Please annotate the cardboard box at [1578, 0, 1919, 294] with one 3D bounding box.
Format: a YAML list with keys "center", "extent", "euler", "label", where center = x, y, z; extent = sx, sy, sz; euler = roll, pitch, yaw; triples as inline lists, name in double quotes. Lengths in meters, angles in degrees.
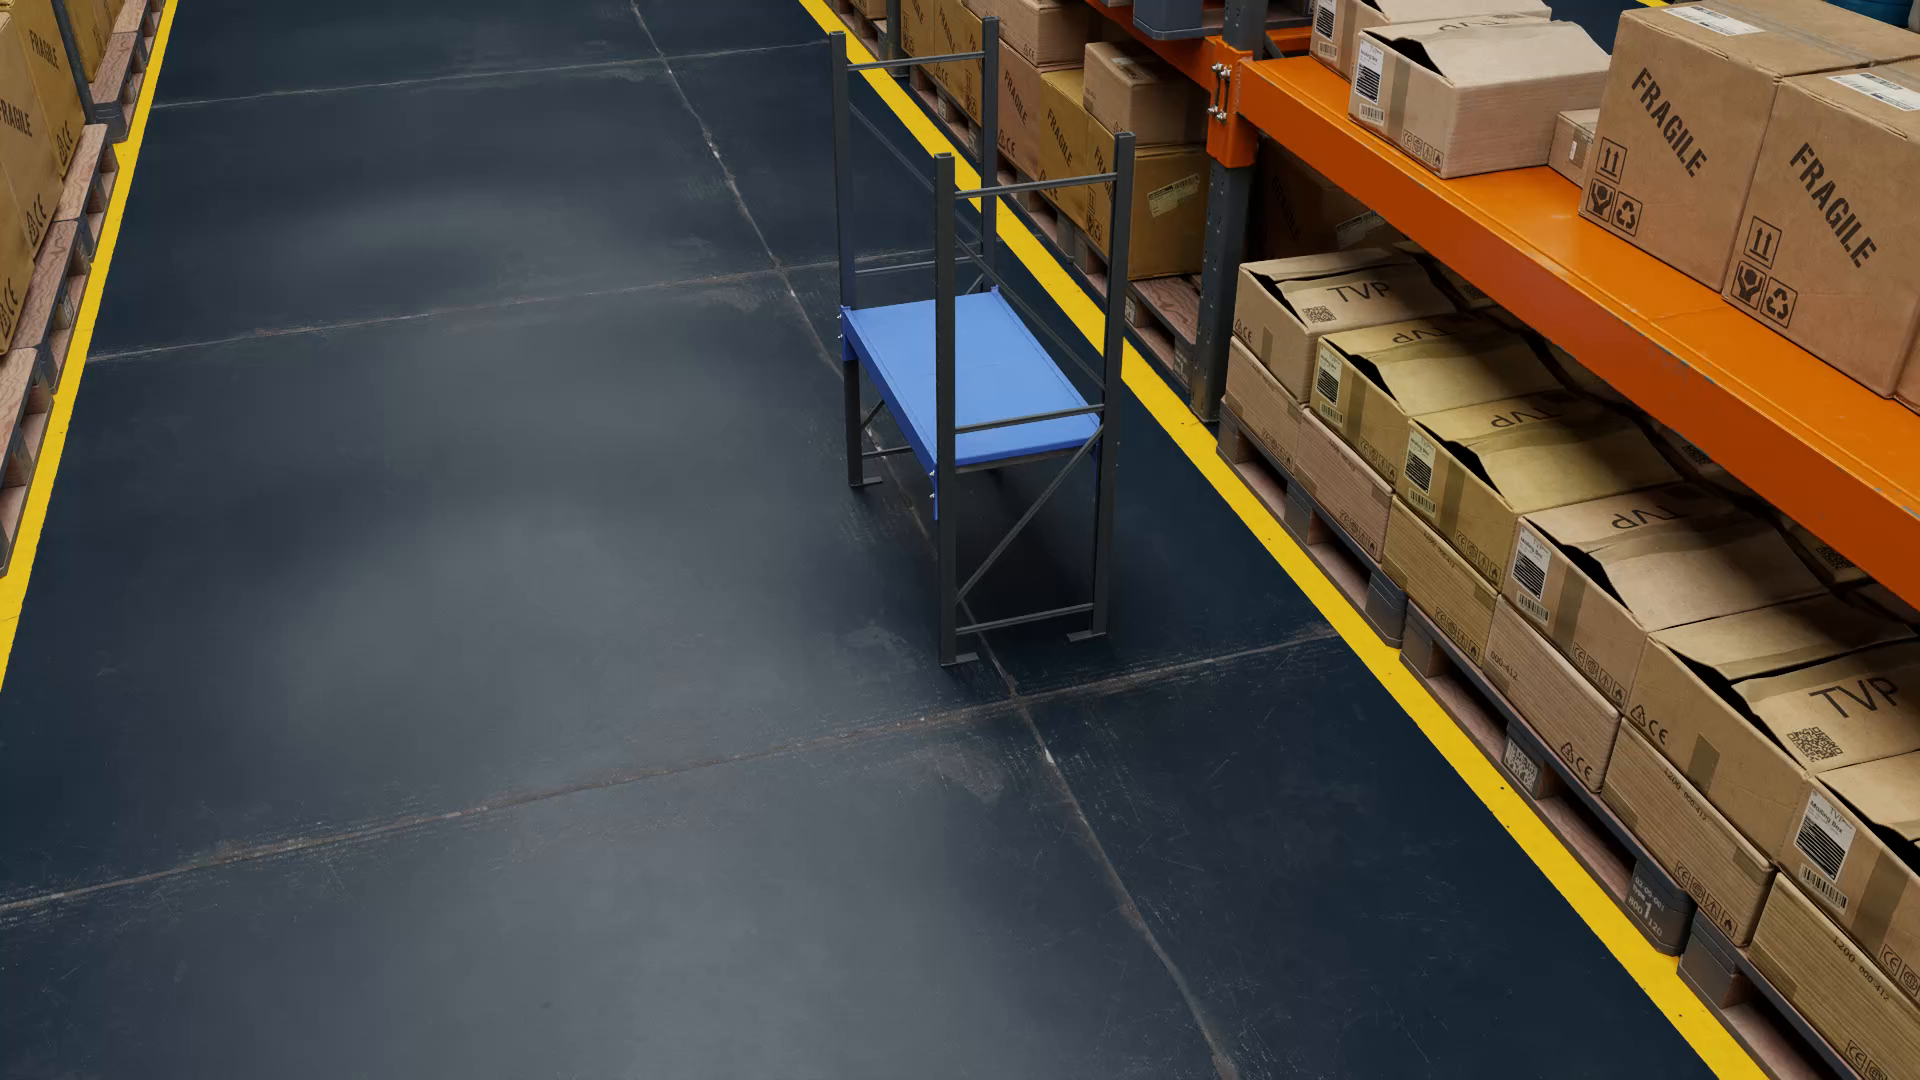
- center: [1.843, -0.934, 3.852]
  extent: [0.500, 0.500, 0.500]
  euler: [-12, 35, -17]
  label: "cardboard box"

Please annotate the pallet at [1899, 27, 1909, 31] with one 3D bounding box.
- center: [5.386, -2.485, 8.819]
  extent: [1.003, 0.211, 1.213]
  euler: [-10, 35, -15]
  label: "pallet"

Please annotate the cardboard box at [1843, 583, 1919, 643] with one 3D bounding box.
- center: [2.340, 0.273, 3.720]
  extent: [0.500, 0.311, 0.500]
  euler: [-11, 35, -16]
  label: "cardboard box"

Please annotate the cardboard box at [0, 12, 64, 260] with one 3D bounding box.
- center: [-4.025, -1.528, 6.411]
  extent: [0.750, 0.750, 0.750]
  euler: [-9, 35, -13]
  label: "cardboard box"

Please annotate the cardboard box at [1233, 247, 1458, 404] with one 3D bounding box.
- center: [1.196, -0.708, 5.205]
  extent: [0.500, 0.311, 0.500]
  euler: [-9, 34, -13]
  label: "cardboard box"

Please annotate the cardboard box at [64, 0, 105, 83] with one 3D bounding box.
- center: [-4.751, -2.578, 8.317]
  extent: [0.700, 0.500, 0.500]
  euler: [-10, 35, -14]
  label: "cardboard box"

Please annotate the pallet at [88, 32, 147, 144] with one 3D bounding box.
- center: [-4.778, -2.285, 8.516]
  extent: [1.003, 0.211, 1.213]
  euler: [-10, 35, -15]
  label: "pallet"

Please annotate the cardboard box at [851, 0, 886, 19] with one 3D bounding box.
- center: [-0.348, -3.263, 9.335]
  extent: [0.500, 0.500, 0.500]
  euler: [-10, 35, -15]
  label: "cardboard box"

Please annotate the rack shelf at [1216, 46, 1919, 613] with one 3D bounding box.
- center: [1.926, -0.420, 3.818]
  extent: [1.077, 0.370, 4.000]
  euler: [-10, 35, -15]
  label: "rack shelf"

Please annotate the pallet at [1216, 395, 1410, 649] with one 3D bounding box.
- center: [1.530, -0.168, 5.313]
  extent: [1.003, 0.211, 1.213]
  euler: [-10, 35, -15]
  label: "pallet"

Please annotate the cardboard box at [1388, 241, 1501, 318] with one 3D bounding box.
- center: [1.710, -0.799, 5.343]
  extent: [0.500, 0.311, 0.500]
  euler: [-9, 35, -13]
  label: "cardboard box"

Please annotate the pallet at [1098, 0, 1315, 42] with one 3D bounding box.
- center: [1.042, -2.035, 5.782]
  extent: [1.213, 0.211, 1.003]
  euler: [-10, 35, -15]
  label: "pallet"

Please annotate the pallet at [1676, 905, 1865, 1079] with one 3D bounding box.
- center: [2.274, 1.113, 3.375]
  extent: [1.003, 0.211, 1.213]
  euler: [-10, 35, -15]
  label: "pallet"

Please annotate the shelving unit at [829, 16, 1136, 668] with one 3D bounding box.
- center: [0.026, -0.581, 4.769]
  extent: [0.538, 1.500, 1.048]
  euler: [-10, 35, -15]
  label: "shelving unit"

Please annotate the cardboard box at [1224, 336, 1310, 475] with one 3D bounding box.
- center: [1.196, -0.474, 5.360]
  extent: [0.500, 0.250, 0.500]
  euler: [-10, 35, -15]
  label: "cardboard box"

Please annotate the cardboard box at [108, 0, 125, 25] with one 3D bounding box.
- center: [-5.056, -3.112, 9.125]
  extent: [0.700, 0.500, 0.500]
  euler: [-9, 35, -14]
  label: "cardboard box"

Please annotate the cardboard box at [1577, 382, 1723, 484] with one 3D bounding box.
- center: [2.026, -0.262, 4.530]
  extent: [0.500, 0.311, 0.500]
  euler: [-10, 35, -15]
  label: "cardboard box"

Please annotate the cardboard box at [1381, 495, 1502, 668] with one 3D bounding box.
- center: [1.514, 0.061, 4.549]
  extent: [0.500, 0.250, 0.500]
  euler: [-11, 35, -16]
  label: "cardboard box"

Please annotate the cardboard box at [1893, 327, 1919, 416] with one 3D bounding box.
- center: [2.157, -0.395, 3.036]
  extent: [0.500, 0.500, 0.500]
  euler: [-8, 34, -11]
  label: "cardboard box"

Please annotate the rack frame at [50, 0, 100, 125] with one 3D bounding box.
- center: [-4.621, -3.036, 7.123]
  extent: [1.000, 3.000, 0.127]
  euler: [-10, 35, -15]
  label: "rack frame"

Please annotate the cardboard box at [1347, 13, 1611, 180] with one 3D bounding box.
- center: [1.404, -1.231, 4.473]
  extent: [0.500, 0.311, 0.500]
  euler: [-10, 35, -15]
  label: "cardboard box"

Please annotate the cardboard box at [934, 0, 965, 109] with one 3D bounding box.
- center: [0.185, -2.438, 8.087]
  extent: [0.500, 0.500, 0.500]
  euler: [-10, 35, -14]
  label: "cardboard box"

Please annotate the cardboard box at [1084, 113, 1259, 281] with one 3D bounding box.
- center: [0.807, -1.363, 6.460]
  extent: [0.500, 0.500, 0.500]
  euler: [-9, 34, -13]
  label: "cardboard box"

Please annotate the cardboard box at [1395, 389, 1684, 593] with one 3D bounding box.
- center: [1.518, -0.166, 4.384]
  extent: [0.500, 0.311, 0.500]
  euler: [-11, 35, -16]
  label: "cardboard box"

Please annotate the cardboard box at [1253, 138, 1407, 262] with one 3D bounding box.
- center: [1.449, -1.198, 6.211]
  extent: [0.500, 0.500, 0.500]
  euler: [-9, 34, -13]
  label: "cardboard box"

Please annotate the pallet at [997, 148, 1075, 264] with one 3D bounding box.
- center: [0.756, -1.645, 7.548]
  extent: [1.003, 0.211, 1.213]
  euler: [-10, 35, -15]
  label: "pallet"

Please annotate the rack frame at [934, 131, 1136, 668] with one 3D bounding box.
- center: [0.181, -0.314, 4.365]
  extent: [0.500, 1.500, 0.032]
  euler: [-10, 35, -15]
  label: "rack frame"

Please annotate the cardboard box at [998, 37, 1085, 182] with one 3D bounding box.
- center: [0.484, -1.909, 7.287]
  extent: [0.500, 0.500, 0.500]
  euler: [-11, 35, -17]
  label: "cardboard box"

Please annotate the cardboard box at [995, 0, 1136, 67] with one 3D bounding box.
- center: [0.470, -2.241, 7.109]
  extent: [0.500, 0.250, 0.500]
  euler: [-11, 35, -16]
  label: "cardboard box"

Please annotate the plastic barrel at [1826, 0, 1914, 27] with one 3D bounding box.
- center: [5.180, -3.341, 9.108]
  extent: [0.600, 0.901, 0.708]
  euler: [-10, 35, -15]
  label: "plastic barrel"

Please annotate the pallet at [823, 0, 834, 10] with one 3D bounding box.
- center: [-0.489, -3.710, 10.673]
  extent: [1.003, 0.211, 1.213]
  euler: [-10, 35, -15]
  label: "pallet"

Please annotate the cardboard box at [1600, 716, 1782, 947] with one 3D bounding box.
- center: [1.824, 0.598, 3.737]
  extent: [0.500, 0.250, 0.500]
  euler: [-9, 35, -14]
  label: "cardboard box"

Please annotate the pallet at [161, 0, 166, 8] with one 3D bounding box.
- center: [-5.522, -3.566, 10.455]
  extent: [1.003, 0.211, 1.213]
  euler: [-10, 35, -15]
  label: "pallet"

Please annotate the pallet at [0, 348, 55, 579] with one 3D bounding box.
- center: [-3.569, -0.199, 5.359]
  extent: [1.003, 0.211, 1.213]
  euler: [-10, 35, -15]
  label: "pallet"

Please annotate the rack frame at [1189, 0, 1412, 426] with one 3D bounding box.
- center: [1.316, -1.771, 5.209]
  extent: [1.000, 3.000, 0.127]
  euler: [-10, 35, -15]
  label: "rack frame"

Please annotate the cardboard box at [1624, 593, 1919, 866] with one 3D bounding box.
- center: [1.825, 0.369, 3.576]
  extent: [0.500, 0.311, 0.500]
  euler: [-10, 35, -15]
  label: "cardboard box"
